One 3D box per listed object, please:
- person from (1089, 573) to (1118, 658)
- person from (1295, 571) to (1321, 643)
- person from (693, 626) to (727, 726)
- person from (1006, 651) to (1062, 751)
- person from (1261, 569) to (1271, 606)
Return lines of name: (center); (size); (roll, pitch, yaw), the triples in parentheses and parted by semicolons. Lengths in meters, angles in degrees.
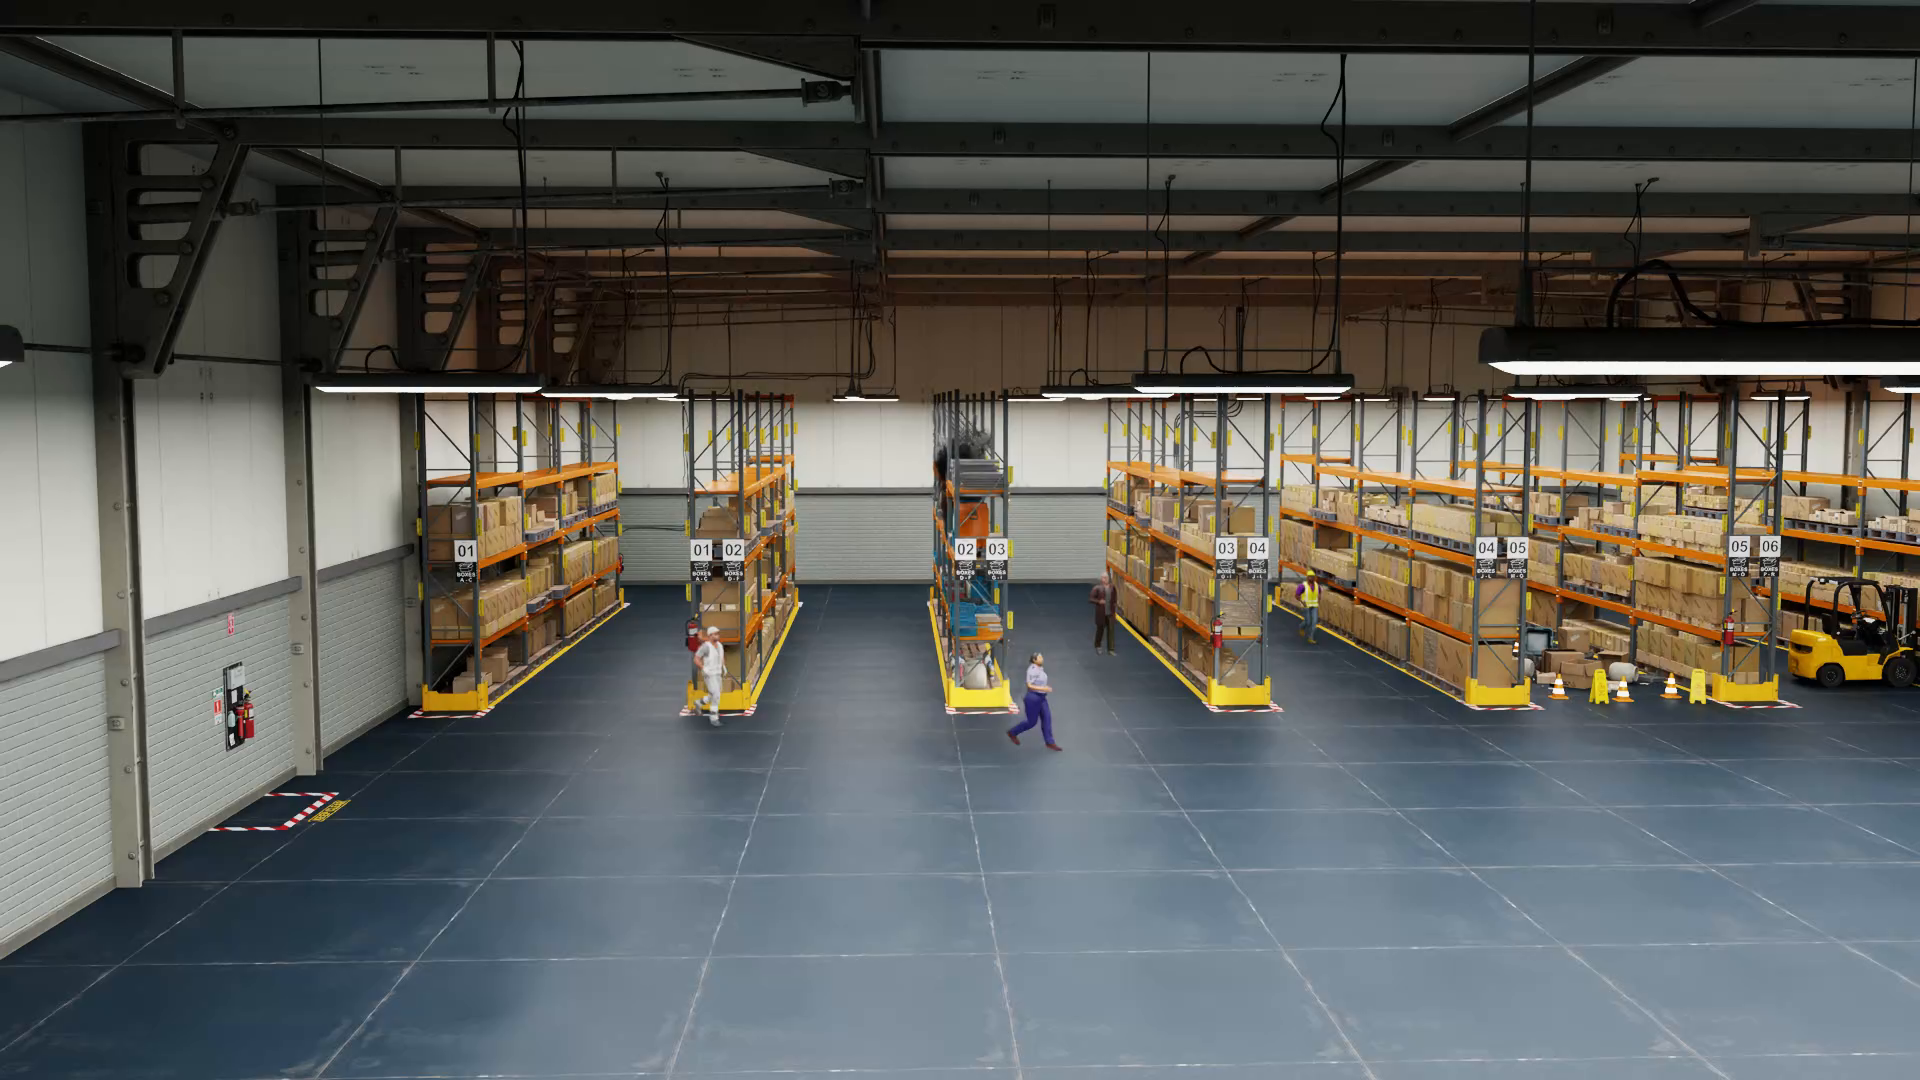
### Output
person: (3.127, 1.619, 35.831); (0.710, 1.809, 0.972); (-1, 5, -15)
person: (8.403, 1.598, 39.993); (0.691, 1.734, 0.749); (-1, 5, -12)
person: (-4.512, 2.429, 29.899); (0.750, 1.767, 0.692); (3, 6, 32)
person: (1.232, 2.662, 27.474); (0.936, 1.635, 0.611); (2, 5, 22)
person: (8.056, 1.247, 44.606); (0.589, 1.674, 0.616); (0, 5, 1)
